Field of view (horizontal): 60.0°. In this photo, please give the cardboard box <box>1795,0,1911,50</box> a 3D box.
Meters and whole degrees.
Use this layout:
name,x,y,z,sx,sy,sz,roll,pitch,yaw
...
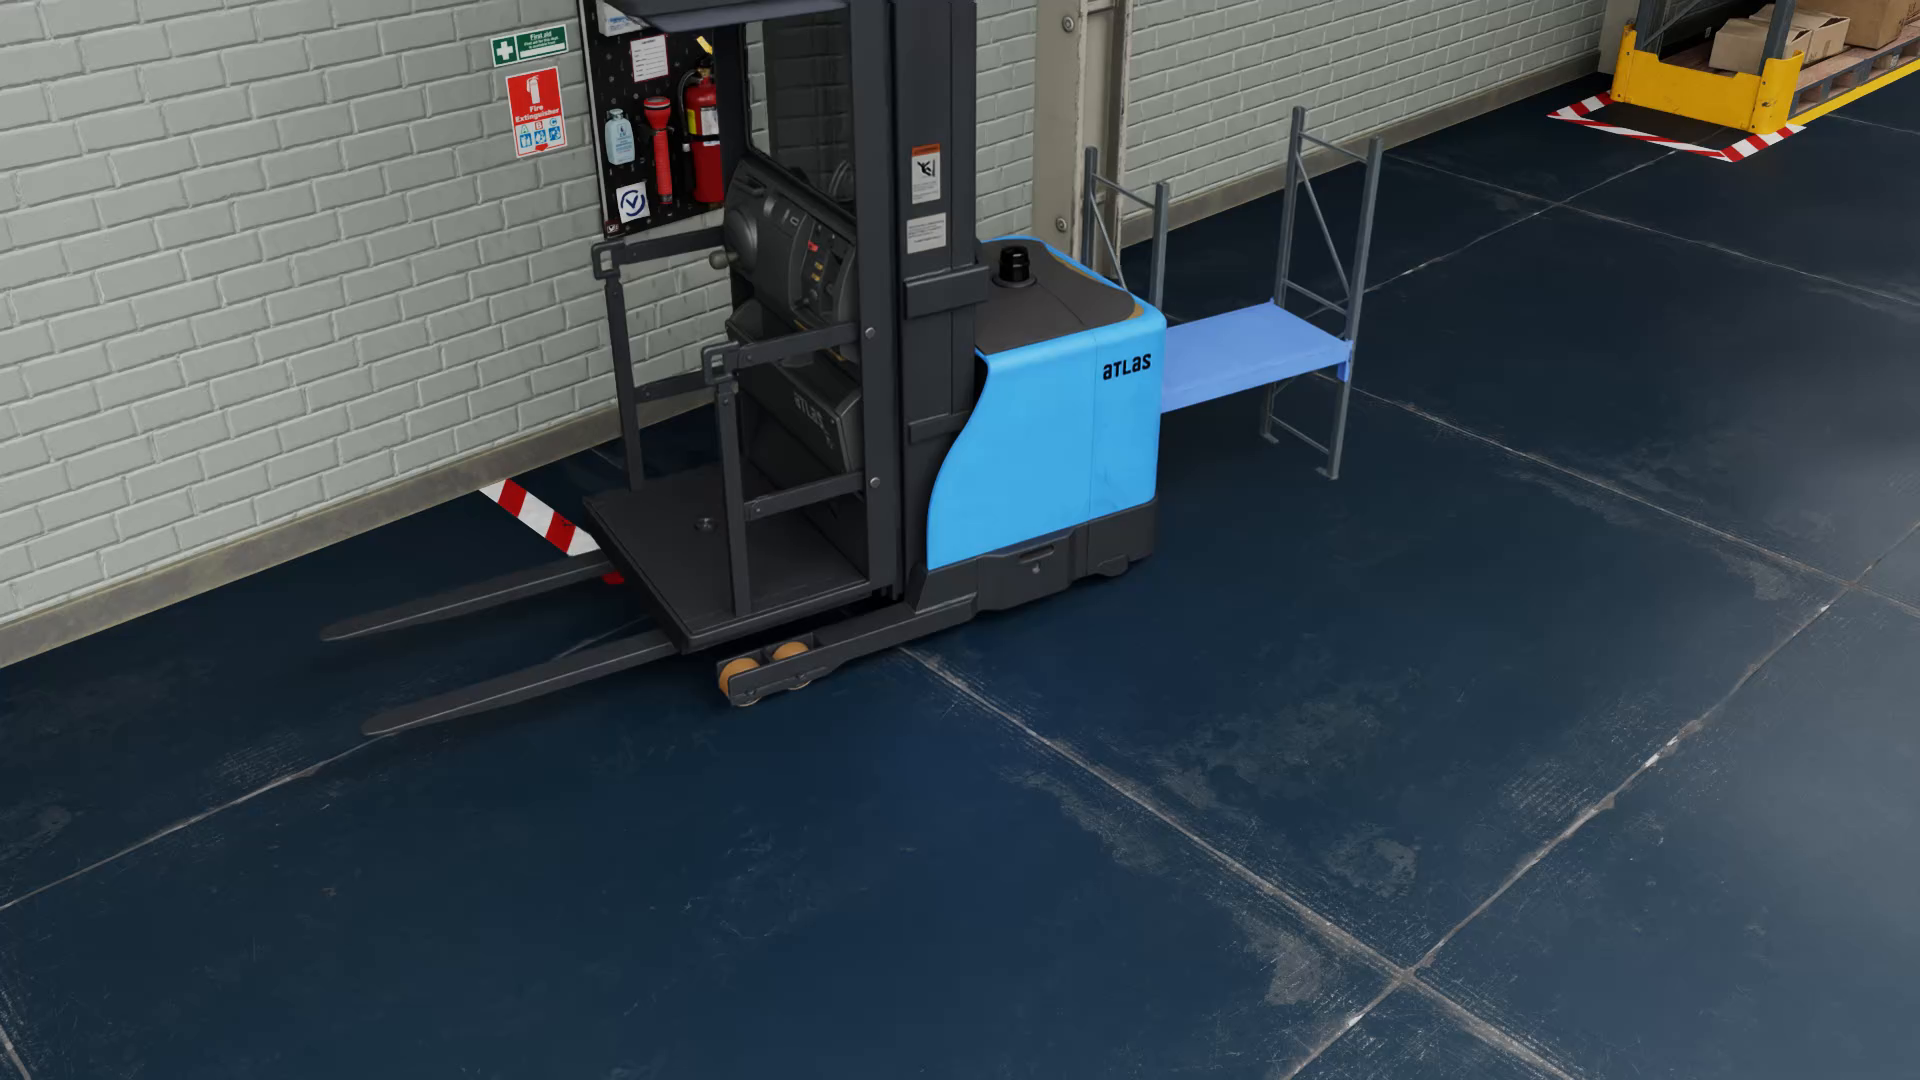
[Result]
name,x,y,z,sx,sy,sz,roll,pitch,yaw
cardboard box,6.660,-4.034,12.446,0.700,0.500,0.500,26,40,36

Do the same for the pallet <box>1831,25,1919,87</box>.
name,x,y,z,sx,sy,sz,roll,pitch,yaw
pallet,6.671,-3.801,12.764,1.213,0.211,1.003,-26,40,-35

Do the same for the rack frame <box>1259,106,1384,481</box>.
name,x,y,z,sx,sy,sz,roll,pitch,yaw
rack frame,1.493,-1.012,6.967,0.032,1.500,0.500,-17,35,-26

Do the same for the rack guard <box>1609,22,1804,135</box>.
name,x,y,z,sx,sy,sz,roll,pitch,yaw
rack guard,5.157,-3.219,11.535,0.348,0.500,1.175,-26,40,-35

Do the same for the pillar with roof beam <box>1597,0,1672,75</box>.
name,x,y,z,sx,sy,sz,roll,pitch,yaw
pillar with roof beam,7.954,-5.750,7.528,0.400,9.000,9.100,-26,40,-35

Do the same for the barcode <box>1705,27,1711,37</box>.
name,x,y,z,sx,sy,sz,roll,pitch,yaw
barcode,5.411,-3.673,12.029,0.075,0.075,0.001,-26,40,-35

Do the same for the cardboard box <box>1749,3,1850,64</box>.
name,x,y,z,sx,sy,sz,roll,pitch,yaw
cardboard box,6.088,-3.712,12.101,0.500,0.311,0.500,-22,38,-32

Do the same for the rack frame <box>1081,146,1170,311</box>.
name,x,y,z,sx,sy,sz,roll,pitch,yaw
rack frame,0.615,-0.744,6.530,0.032,1.500,0.500,-17,35,-26

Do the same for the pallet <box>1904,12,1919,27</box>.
name,x,y,z,sx,sy,sz,roll,pitch,yaw
pallet,7.566,-4.236,13.475,1.213,0.211,1.003,-26,40,-35

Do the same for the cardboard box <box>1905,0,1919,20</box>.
name,x,y,z,sx,sy,sz,roll,pitch,yaw
cardboard box,7.301,-4.415,13.069,0.500,0.500,0.500,26,40,35

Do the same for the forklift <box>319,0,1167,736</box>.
name,x,y,z,sx,sy,sz,roll,pitch,yaw
forklift,-0.761,-0.986,5.553,3.031,2.935,1.130,-17,35,-26

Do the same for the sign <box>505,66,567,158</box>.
name,x,y,z,sx,sy,sz,roll,pitch,yaw
sign,-1.687,-1.706,6.630,0.234,0.329,0.001,-26,40,-35

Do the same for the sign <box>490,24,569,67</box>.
name,x,y,z,sx,sy,sz,roll,pitch,yaw
sign,-1.677,-1.930,6.489,0.331,0.109,0.001,-26,40,-35

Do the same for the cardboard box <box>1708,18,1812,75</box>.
name,x,y,z,sx,sy,sz,roll,pitch,yaw
cardboard box,5.670,-3.510,11.771,0.500,0.311,0.500,24,39,34

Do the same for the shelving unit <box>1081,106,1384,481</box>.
name,x,y,z,sx,sy,sz,roll,pitch,yaw
shelving unit,1.054,-0.878,6.748,1.048,1.500,0.538,-17,35,-26

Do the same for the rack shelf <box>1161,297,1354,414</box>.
name,x,y,z,sx,sy,sz,roll,pitch,yaw
rack shelf,1.054,-0.725,6.842,1.000,0.185,0.538,-17,35,-26

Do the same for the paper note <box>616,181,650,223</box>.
name,x,y,z,sx,sy,sz,roll,pitch,yaw
paper note,-1.388,-1.435,7.066,0.142,0.148,0.016,-26,40,-35

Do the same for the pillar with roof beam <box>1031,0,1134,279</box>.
name,x,y,z,sx,sy,sz,roll,pitch,yaw
pillar with roof beam,3.554,-3.622,4.047,0.400,9.000,9.100,-26,40,-35

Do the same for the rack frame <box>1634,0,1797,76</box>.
name,x,y,z,sx,sy,sz,roll,pitch,yaw
rack frame,5.101,-4.258,10.839,0.127,3.000,1.000,-26,40,-35

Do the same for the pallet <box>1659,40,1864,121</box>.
name,x,y,z,sx,sy,sz,roll,pitch,yaw
pallet,5.777,-3.370,12.060,1.213,0.211,1.003,-26,40,-35

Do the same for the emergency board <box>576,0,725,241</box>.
name,x,y,z,sx,sy,sz,roll,pitch,yaw
emergency board,-1.211,-1.847,6.896,0.643,1.169,0.194,-26,40,-35
